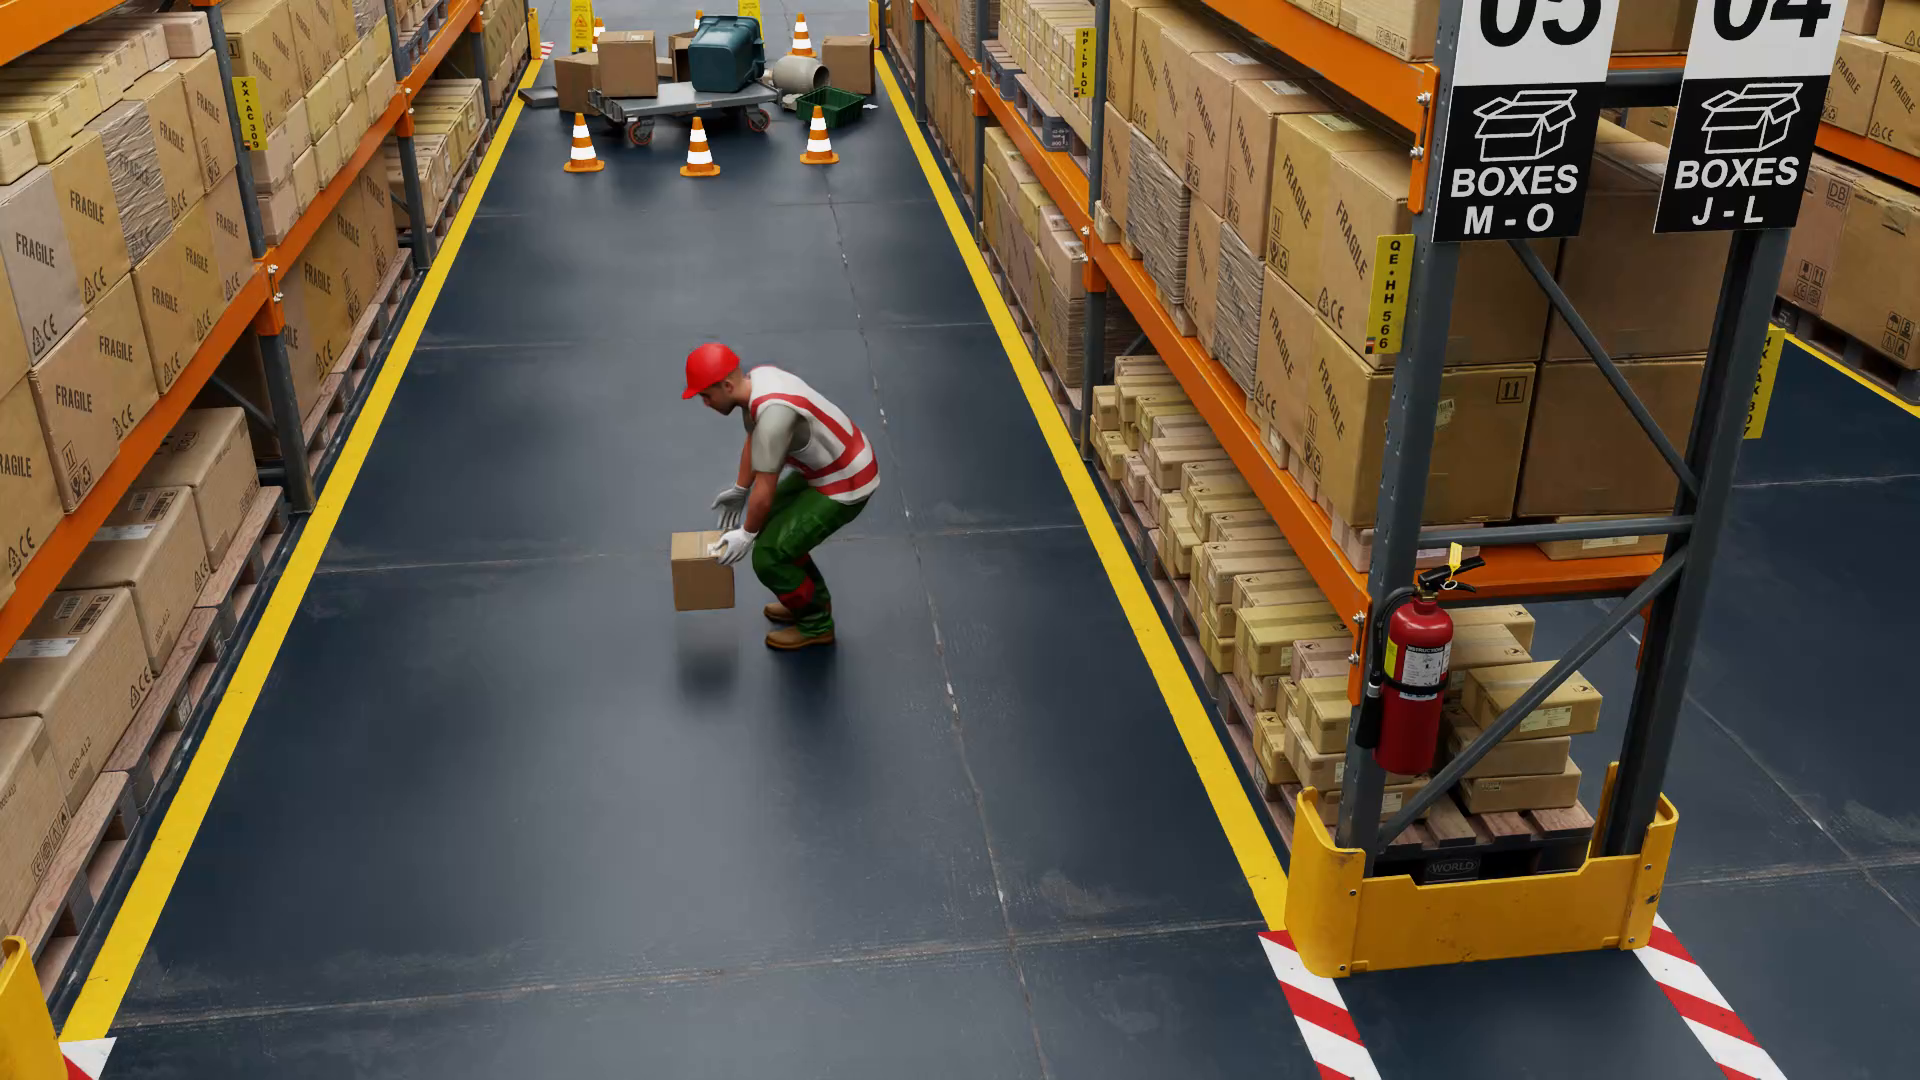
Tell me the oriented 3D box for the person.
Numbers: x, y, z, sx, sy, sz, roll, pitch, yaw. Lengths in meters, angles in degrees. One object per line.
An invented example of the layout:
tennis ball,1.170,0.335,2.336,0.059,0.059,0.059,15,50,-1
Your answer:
person,-0.726,-0.191,6.948,0.793,1.354,0.585,-4,27,-7
